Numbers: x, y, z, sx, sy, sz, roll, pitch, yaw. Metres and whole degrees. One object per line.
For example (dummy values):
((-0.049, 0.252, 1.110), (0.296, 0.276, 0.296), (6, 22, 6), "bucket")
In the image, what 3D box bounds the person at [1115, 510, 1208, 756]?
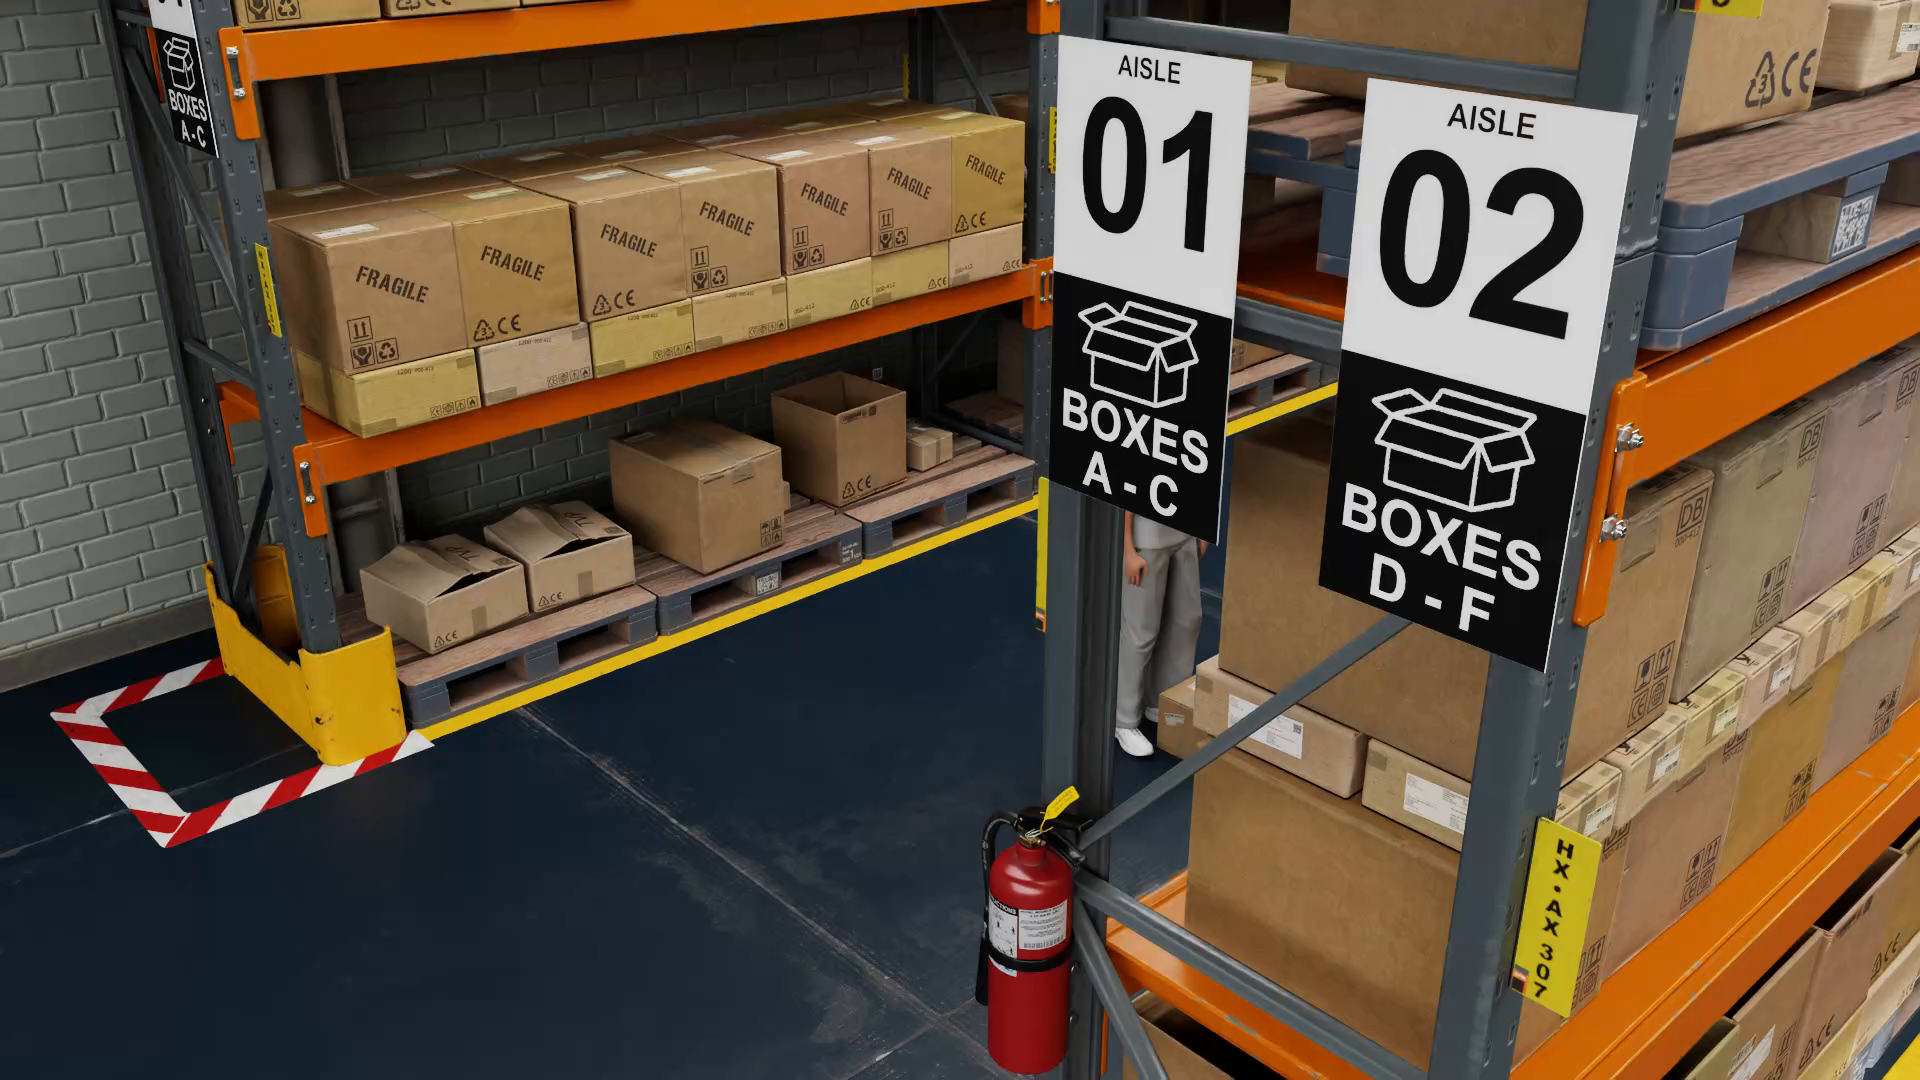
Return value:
((0.816, 0.019, 6.563), (0.492, 1.673, 0.404), (-21, 32, -39), "person")
